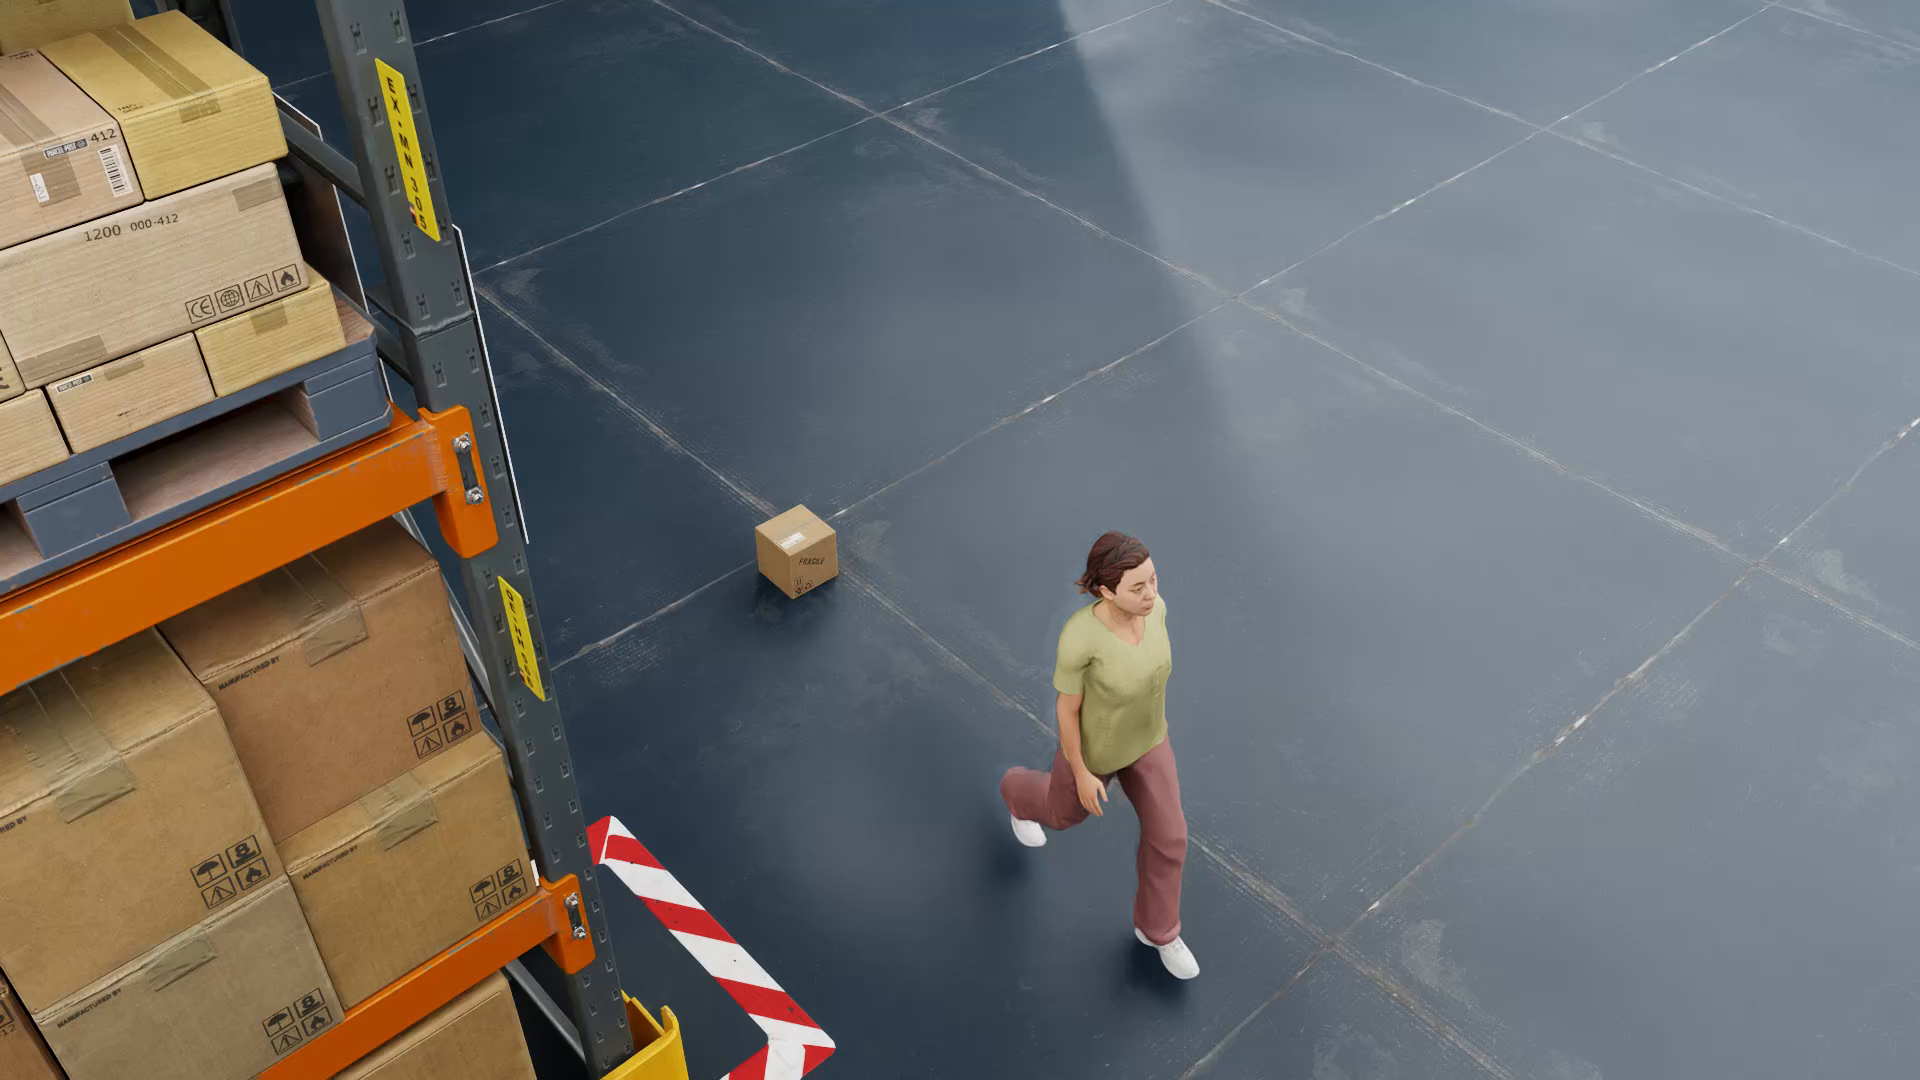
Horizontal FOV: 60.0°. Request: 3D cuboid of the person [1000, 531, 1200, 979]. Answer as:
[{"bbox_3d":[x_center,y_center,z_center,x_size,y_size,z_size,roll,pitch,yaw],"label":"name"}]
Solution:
[{"bbox_3d":[0.477,0.631,5.401,0.442,1.624,1.002,-21,44,-23],"label":"person"}]
